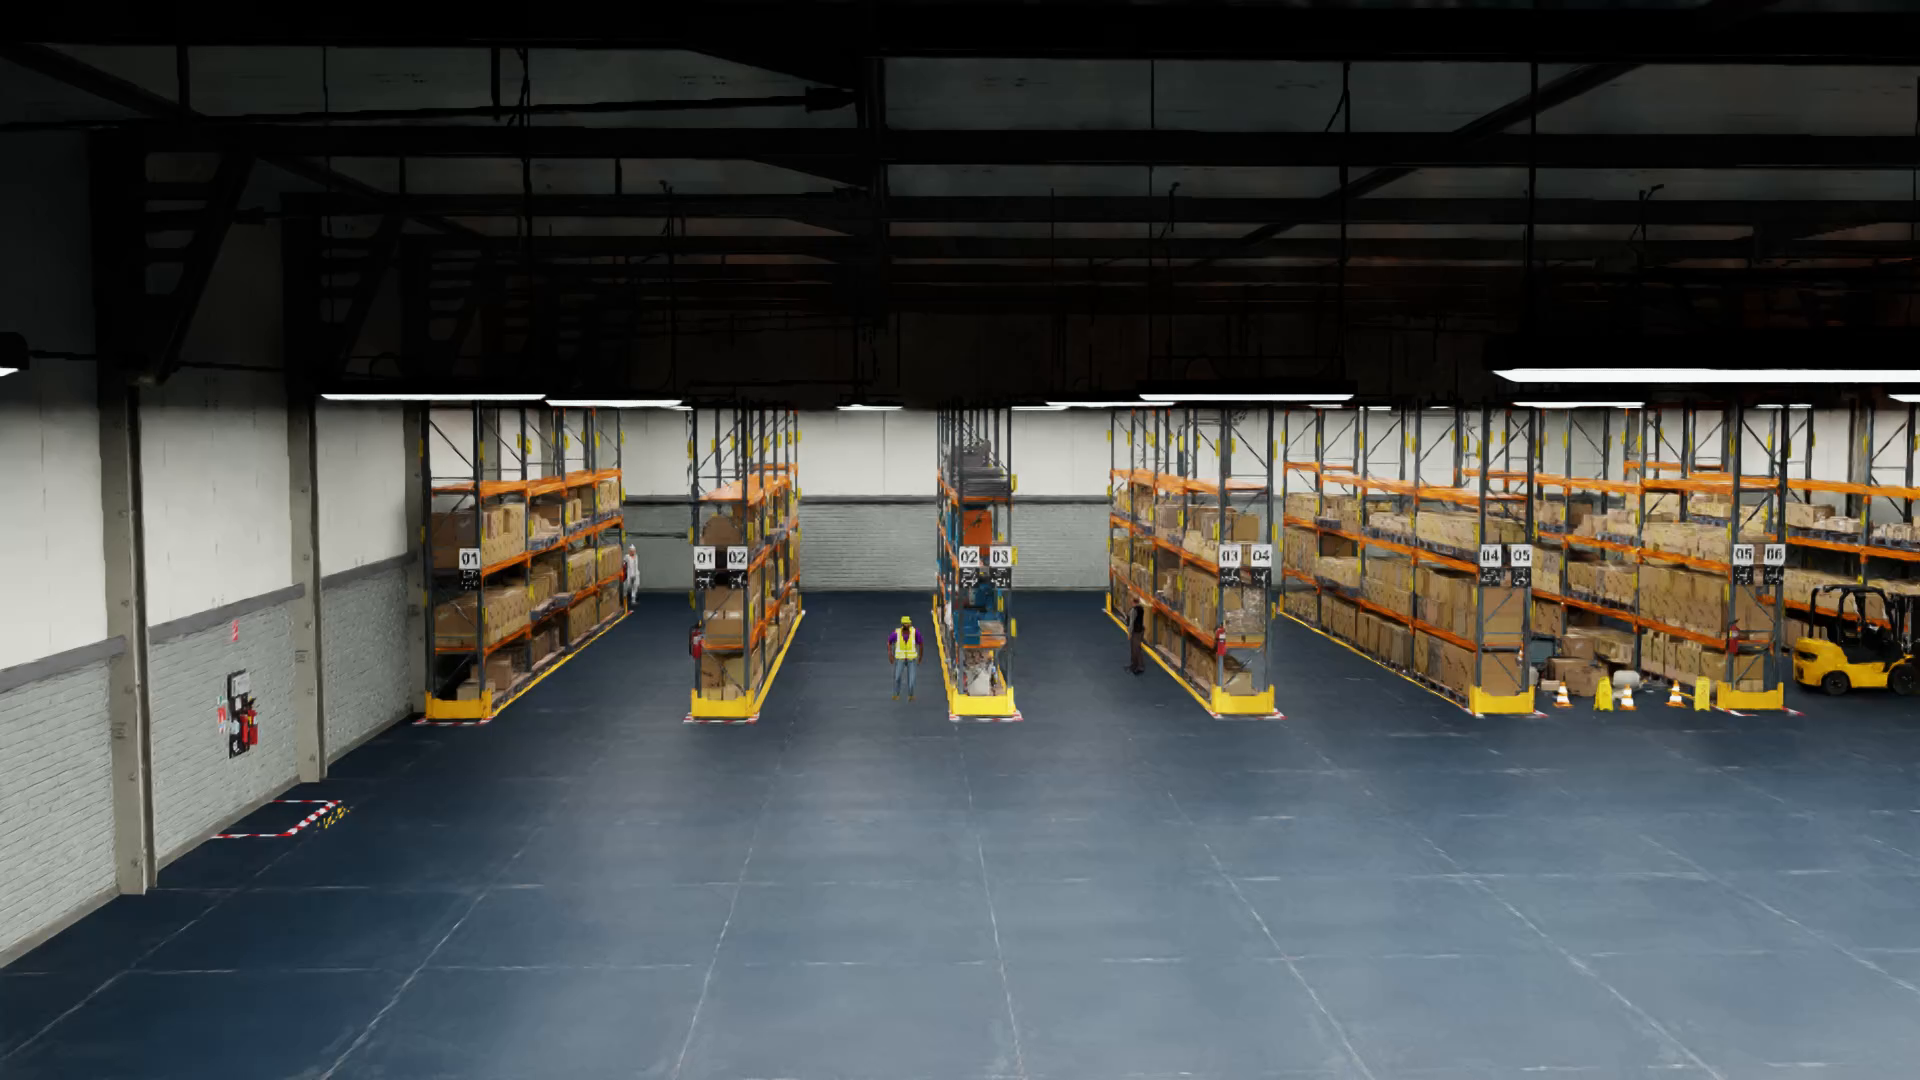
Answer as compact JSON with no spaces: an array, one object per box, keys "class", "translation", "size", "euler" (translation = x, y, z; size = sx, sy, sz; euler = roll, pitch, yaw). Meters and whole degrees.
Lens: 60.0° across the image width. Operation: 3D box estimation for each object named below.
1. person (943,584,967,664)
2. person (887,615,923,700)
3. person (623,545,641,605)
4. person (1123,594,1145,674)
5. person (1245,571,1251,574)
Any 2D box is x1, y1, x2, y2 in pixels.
[{"class":"person","translation":[-0.089,1.830,36.463],"size":[0.483,1.764,0.598],"euler":[-1,5,-15]},{"class":"person","translation":[-1.085,2.332,32.927],"size":[0.719,1.714,0.578],"euler":[0,4,-4]},{"class":"person","translation":[-9.810,1.043,49.125],"size":[0.706,1.785,0.469],"euler":[-4,6,-44]},{"class":"person","translation":[3.819,2.037,36.436],"size":[0.581,1.718,0.641],"euler":[2,5,23]},{"class":"person","translation":[8.207,1.204,47.753],"size":[0.678,1.676,0.531],"euler":[0,4,-3]}]
